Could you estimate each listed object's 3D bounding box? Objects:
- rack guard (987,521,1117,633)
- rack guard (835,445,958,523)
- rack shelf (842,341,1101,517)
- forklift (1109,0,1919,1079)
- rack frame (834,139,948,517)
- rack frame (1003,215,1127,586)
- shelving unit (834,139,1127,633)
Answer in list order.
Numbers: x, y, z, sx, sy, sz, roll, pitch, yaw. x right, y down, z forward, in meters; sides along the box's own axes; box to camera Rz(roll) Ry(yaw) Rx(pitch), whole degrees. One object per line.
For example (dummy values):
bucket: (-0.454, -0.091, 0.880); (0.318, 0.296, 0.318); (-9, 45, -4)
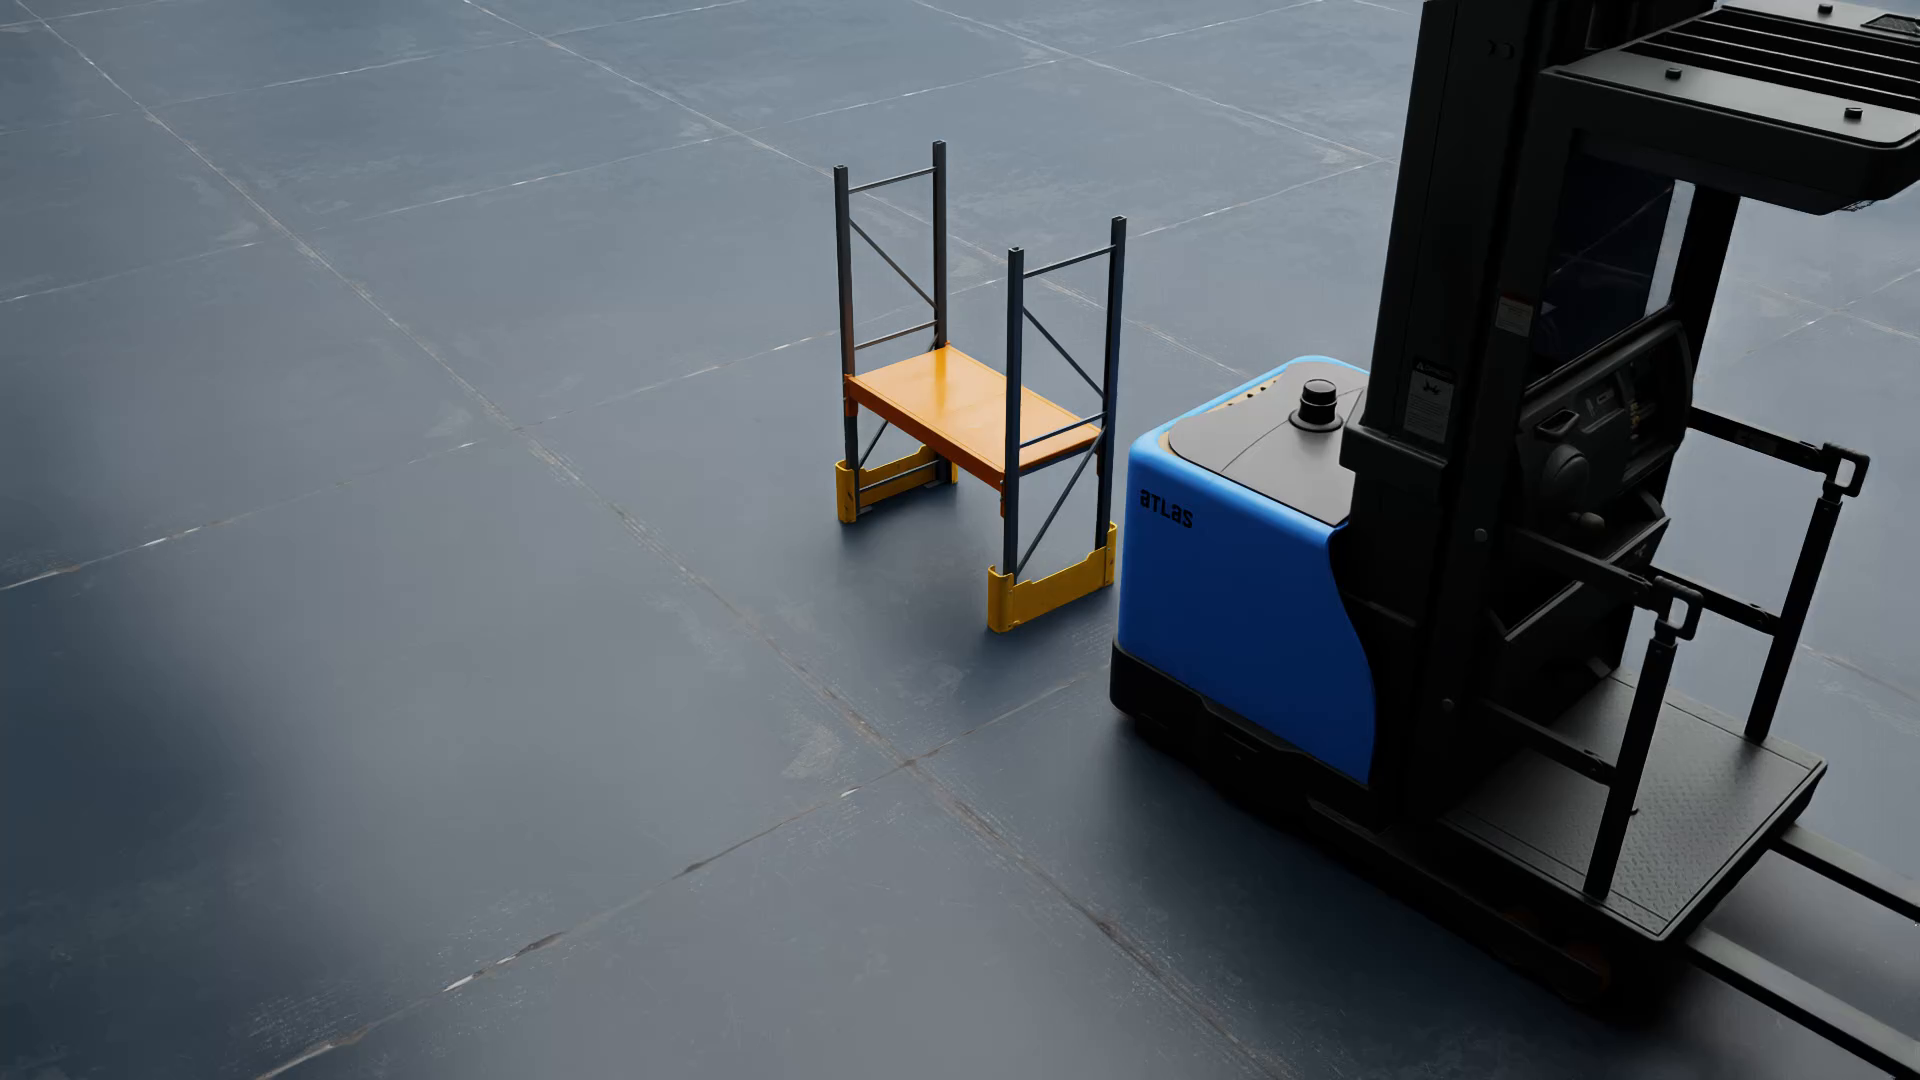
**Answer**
rack guard: (0.352, 0.133, 6.299); (0.587, 0.250, 0.087); (-22, 38, -31)
rack guard: (-0.259, -0.282, 6.967); (0.587, 0.250, 0.087); (-22, 38, -31)
rack shelf: (0.052, -0.449, 6.392); (0.538, 0.185, 1.000); (-22, 38, -31)
forklift: (1.899, -0.259, 4.390); (1.130, 2.935, 3.031); (-27, 41, -36)
rack frame: (-0.259, -0.813, 6.638); (0.500, 1.500, 0.032); (-22, 38, -31)
rack frame: (0.364, -0.390, 5.956); (0.500, 1.500, 0.032); (-22, 38, -31)
shelving unit: (0.047, -0.605, 6.303); (0.587, 1.500, 1.083); (-22, 38, -31)
